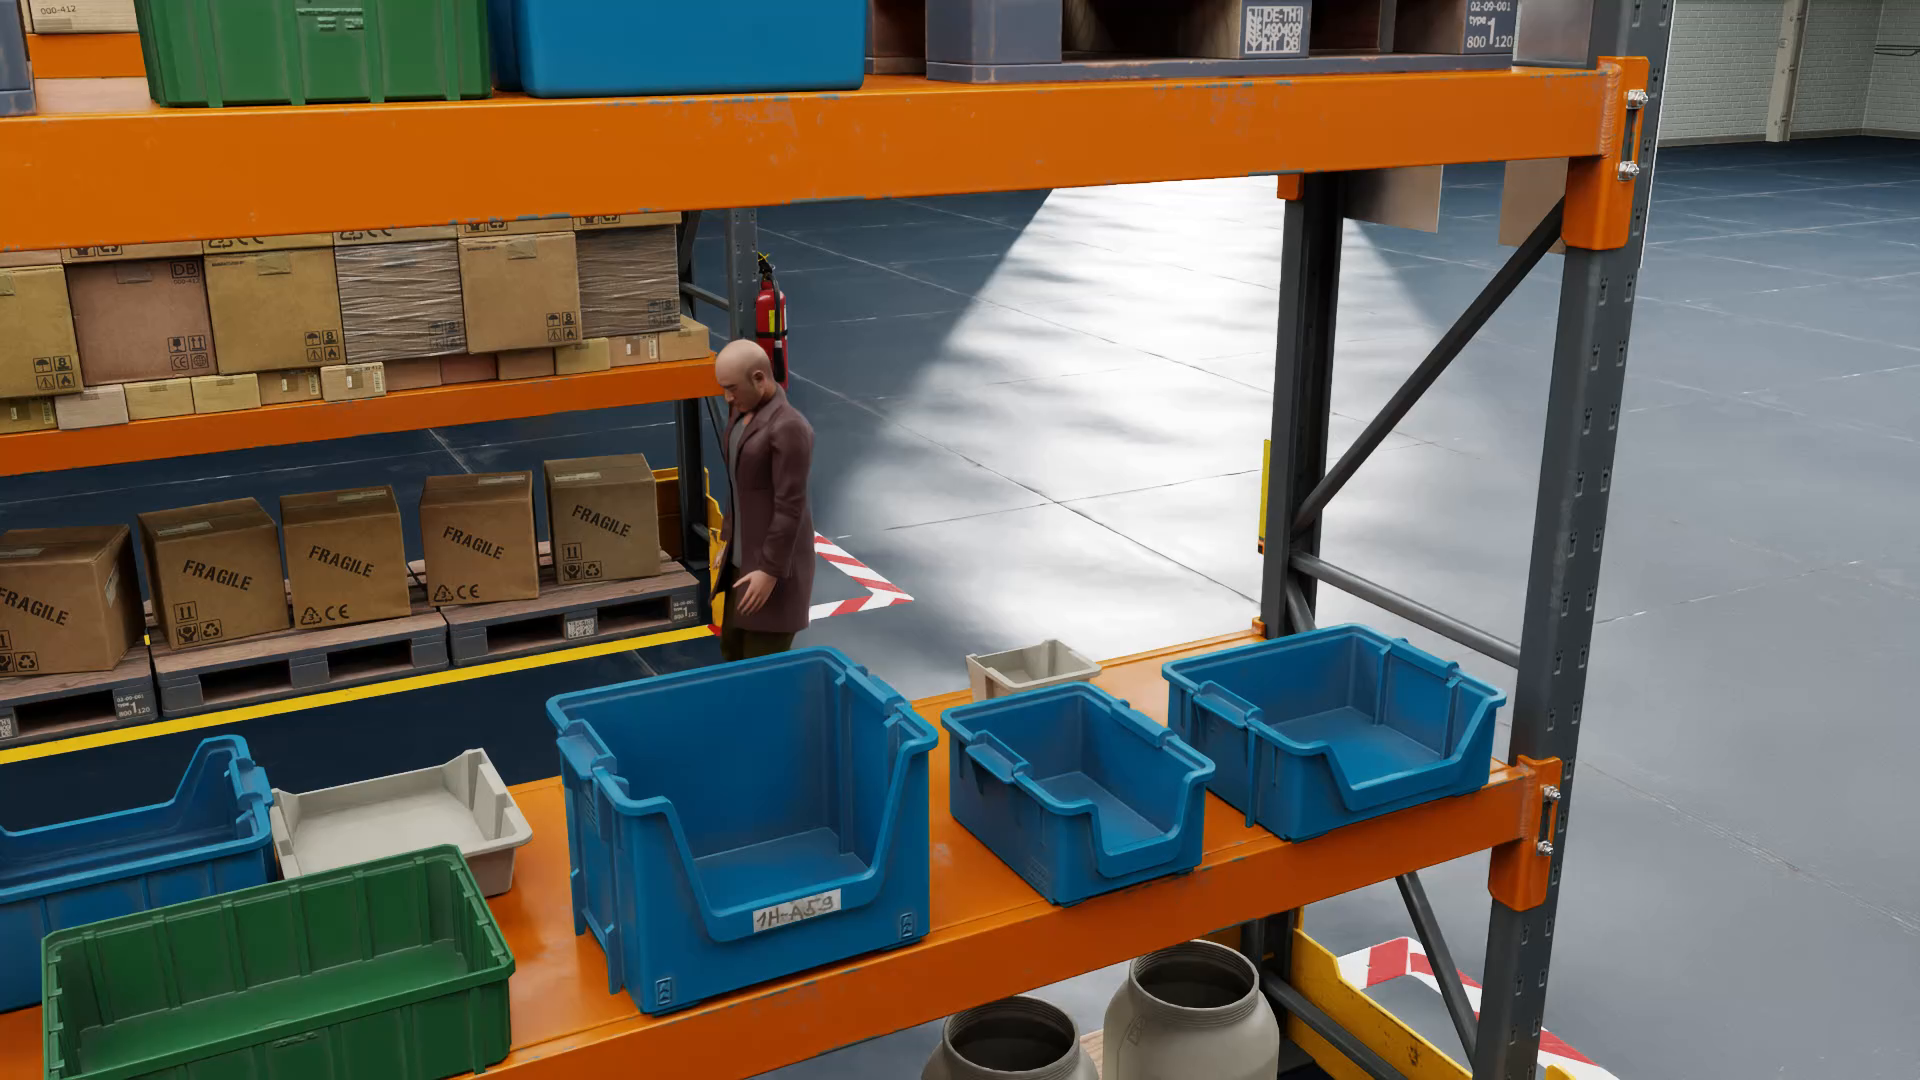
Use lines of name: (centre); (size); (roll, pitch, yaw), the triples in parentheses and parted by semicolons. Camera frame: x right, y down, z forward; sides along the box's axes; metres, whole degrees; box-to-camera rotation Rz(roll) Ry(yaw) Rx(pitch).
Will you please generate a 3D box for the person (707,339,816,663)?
person: (-0.751, 0.092, 6.361); (0.390, 1.751, 0.579); (-9, 20, -25)
